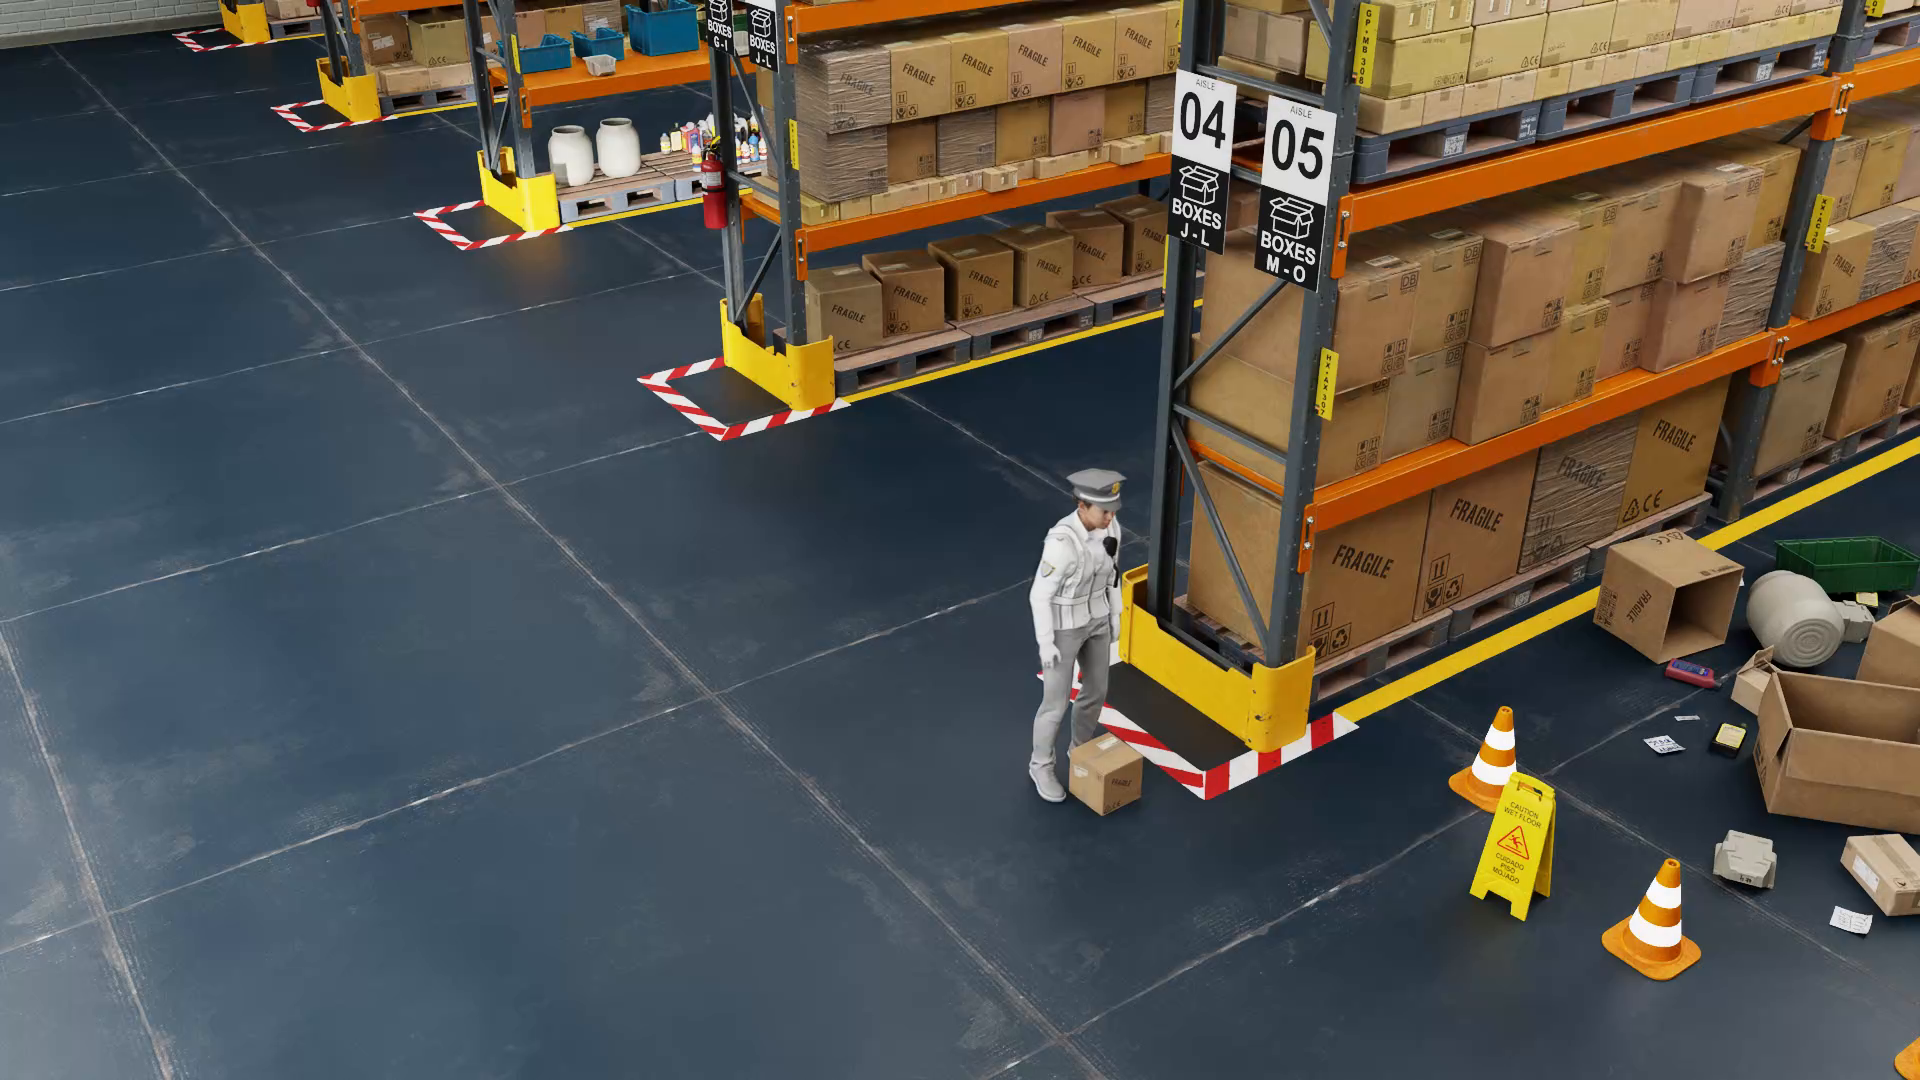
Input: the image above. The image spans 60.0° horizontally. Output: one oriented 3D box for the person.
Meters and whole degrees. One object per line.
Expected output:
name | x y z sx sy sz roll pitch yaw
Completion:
person | 0.561 0.416 7.864 0.540 1.661 0.374 -21 35 -33
